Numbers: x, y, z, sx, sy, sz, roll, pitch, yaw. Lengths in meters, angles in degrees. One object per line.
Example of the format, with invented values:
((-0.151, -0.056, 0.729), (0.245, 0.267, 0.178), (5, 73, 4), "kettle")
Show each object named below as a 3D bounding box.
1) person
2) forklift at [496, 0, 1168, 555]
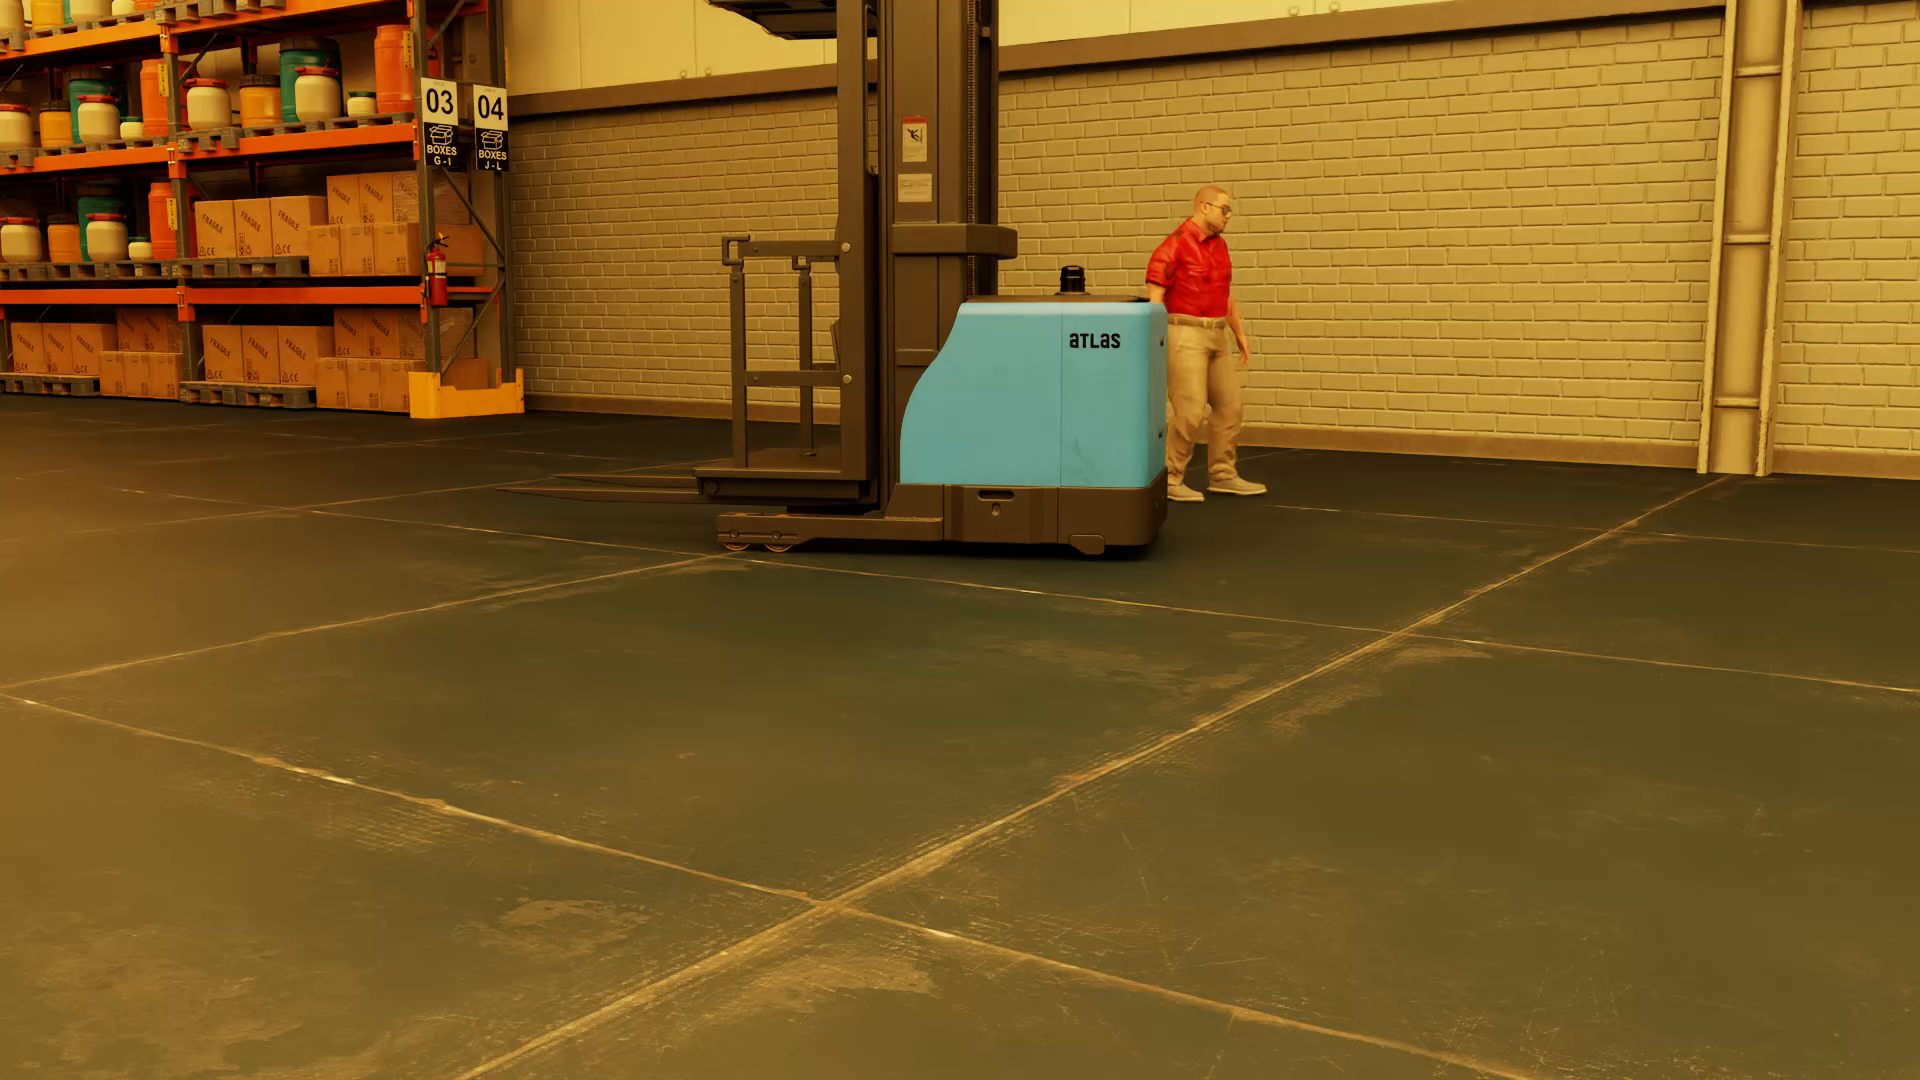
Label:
((1.325, -1.072, 9.114), (0.382, 1.702, 0.842), (8, 11, 44), "person")
((-0.596, -1.469, 7.520), (3.031, 2.935, 1.130), (2, 8, 12), "forklift")
